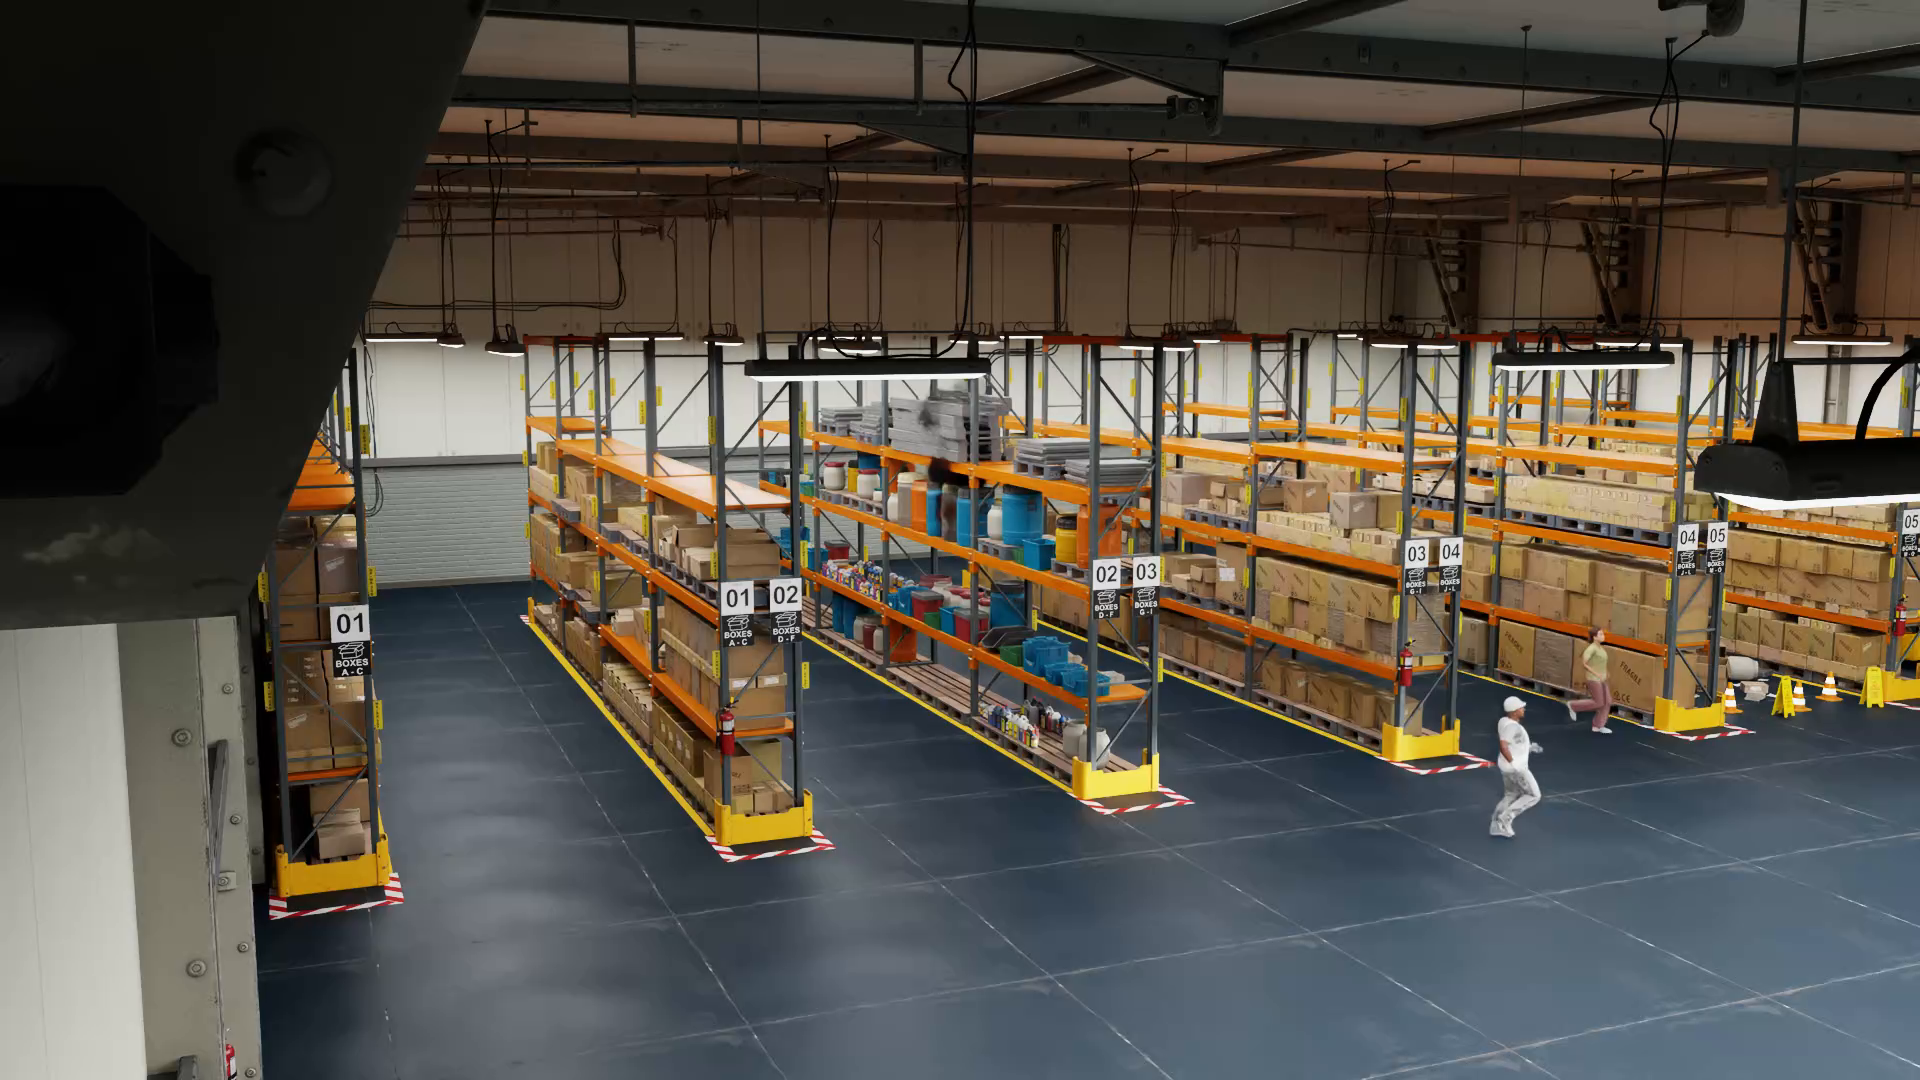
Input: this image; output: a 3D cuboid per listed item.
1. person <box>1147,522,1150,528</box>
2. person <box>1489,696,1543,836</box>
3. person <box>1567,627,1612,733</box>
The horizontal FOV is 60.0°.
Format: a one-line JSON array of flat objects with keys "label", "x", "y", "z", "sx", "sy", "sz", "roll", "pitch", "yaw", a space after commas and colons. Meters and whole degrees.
[{"label": "person", "x": 4.871, "y": 0.021, "z": 41.628, "sx": 0.725, "sy": 1.620, "sz": 0.548, "roll": -3, "pitch": 8, "yaw": -20}, {"label": "person", "x": 6.801, "y": 2.767, "z": 20.269, "sx": 0.627, "sy": 1.738, "sz": 0.670, "roll": 0, "pitch": 8, "yaw": 3}, {"label": "person", "x": 9.727, "y": 2.143, "z": 25.570, "sx": 0.686, "sy": 1.608, "sz": 0.596, "roll": 6, "pitch": 10, "yaw": 40}]
